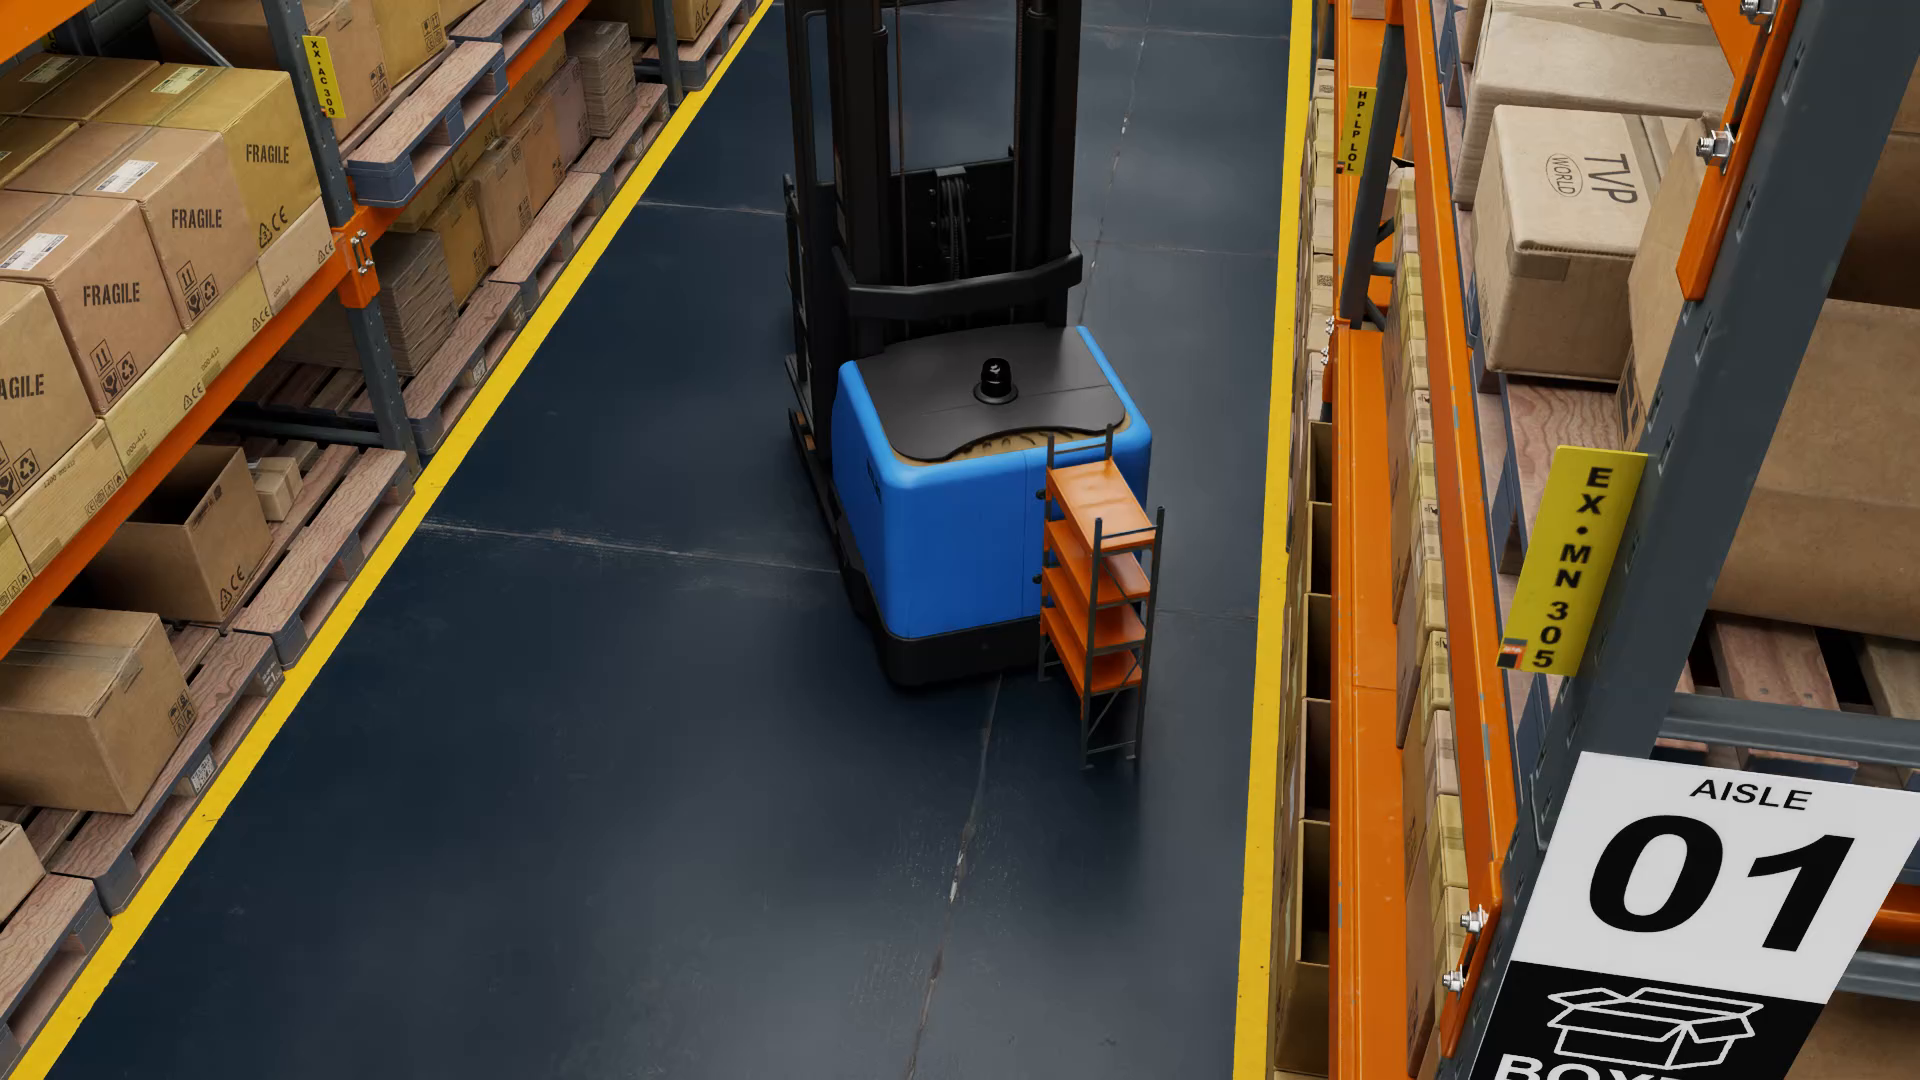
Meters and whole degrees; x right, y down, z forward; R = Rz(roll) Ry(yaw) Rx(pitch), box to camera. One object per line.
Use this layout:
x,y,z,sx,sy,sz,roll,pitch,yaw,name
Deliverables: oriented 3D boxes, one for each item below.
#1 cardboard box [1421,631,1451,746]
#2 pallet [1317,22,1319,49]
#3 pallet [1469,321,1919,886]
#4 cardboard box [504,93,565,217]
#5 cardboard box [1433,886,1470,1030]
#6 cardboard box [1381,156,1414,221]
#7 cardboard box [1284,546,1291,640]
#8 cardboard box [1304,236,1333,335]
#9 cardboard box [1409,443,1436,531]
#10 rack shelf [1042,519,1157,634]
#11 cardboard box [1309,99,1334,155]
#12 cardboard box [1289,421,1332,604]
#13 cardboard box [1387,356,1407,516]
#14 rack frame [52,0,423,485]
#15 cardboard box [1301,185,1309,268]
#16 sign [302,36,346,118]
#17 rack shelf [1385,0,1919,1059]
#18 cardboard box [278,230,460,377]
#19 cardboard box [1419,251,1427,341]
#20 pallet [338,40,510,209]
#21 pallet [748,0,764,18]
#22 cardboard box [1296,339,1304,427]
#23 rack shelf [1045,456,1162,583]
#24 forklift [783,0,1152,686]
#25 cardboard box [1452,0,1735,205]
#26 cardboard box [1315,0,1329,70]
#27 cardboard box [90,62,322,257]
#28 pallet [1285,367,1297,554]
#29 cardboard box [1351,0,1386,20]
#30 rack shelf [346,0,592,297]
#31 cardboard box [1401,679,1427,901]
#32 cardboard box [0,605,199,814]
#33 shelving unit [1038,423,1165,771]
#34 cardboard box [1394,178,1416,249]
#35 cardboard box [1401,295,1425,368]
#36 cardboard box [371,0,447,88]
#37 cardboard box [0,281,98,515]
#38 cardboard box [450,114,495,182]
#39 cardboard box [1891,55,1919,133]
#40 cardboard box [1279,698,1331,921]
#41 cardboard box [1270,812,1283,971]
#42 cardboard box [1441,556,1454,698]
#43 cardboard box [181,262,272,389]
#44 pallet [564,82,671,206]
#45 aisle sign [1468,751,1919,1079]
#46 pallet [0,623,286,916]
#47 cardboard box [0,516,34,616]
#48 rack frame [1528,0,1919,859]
1.276,0.369,3.862,0.380,0.149,0.250,8,40,9,cardboard box
2.983,-3.608,11.448,1.003,0.211,1.213,6,40,8,pallet
1.367,0.003,2.608,1.003,0.211,1.213,6,40,8,pallet
-2.611,-2.122,9.079,0.700,0.500,0.500,6,40,7,cardboard box
1.142,0.852,3.278,0.380,0.149,0.250,7,40,9,cardboard box
1.883,-1.465,6.773,0.396,0.266,0.258,5,40,7,cardboard box
1.532,0.211,6.469,0.500,0.250,0.500,6,40,8,cardboard box
1.872,-1.189,7.722,0.500,0.311,0.500,6,40,8,cardboard box
1.410,-0.113,4.445,0.380,0.149,0.250,6,40,7,cardboard box
0.493,0.104,5.937,0.258,0.148,0.480,-11,41,-12,rack shelf
2.141,-2.146,8.880,0.500,0.311,0.500,5,40,7,cardboard box
1.523,-0.079,6.231,0.500,0.500,0.500,6,40,8,cardboard box
1.756,-0.372,5.268,0.700,0.500,0.500,6,40,7,cardboard box
-2.968,-1.488,6.696,1.000,3.000,0.127,6,40,8,rack frame
2.054,-1.618,8.681,0.500,0.250,0.500,5,40,6,cardboard box
-2.432,-1.767,6.354,0.100,0.325,0.005,6,40,8,sign
1.565,-0.568,3.794,1.077,0.370,4.000,6,40,8,rack shelf
-2.857,-1.158,7.913,0.700,0.500,0.500,8,40,9,cardboard box
1.755,-0.887,4.872,0.700,0.500,0.500,6,40,8,cardboard box
-2.693,-1.878,7.318,1.003,0.211,1.213,6,40,8,pallet
-1.852,-4.174,12.133,1.003,0.211,1.213,6,40,8,pallet
1.787,-0.656,7.518,0.500,0.250,0.500,6,40,7,cardboard box
0.493,-0.078,5.786,0.258,0.148,0.480,-11,41,-12,rack shelf
-0.168,-1.511,6.778,1.130,2.935,3.031,-10,41,-12,forklift
1.255,-0.872,3.228,0.500,0.311,0.500,11,41,13,cardboard box
2.534,-3.274,10.472,0.500,0.500,0.500,8,40,9,cardboard box
-2.745,-1.396,6.098,0.500,0.500,0.500,6,40,8,cardboard box
2.000,-0.336,7.491,1.003,0.211,1.213,6,40,8,pallet
2.258,-2.881,8.450,0.500,0.311,0.500,6,40,7,cardboard box
-2.622,-2.466,8.443,1.077,0.370,4.000,6,40,8,rack shelf
1.490,0.595,4.098,0.700,0.500,0.500,7,40,8,cardboard box
-3.177,0.579,5.812,0.700,0.500,0.500,4,40,5,cardboard box
0.493,0.224,6.037,0.258,1.200,0.503,-11,41,-12,shelving unit
1.674,-1.086,5.622,0.380,0.149,0.250,6,40,8,cardboard box
1.544,-0.601,5.036,0.380,0.149,0.250,6,40,7,cardboard box
-2.743,-2.362,7.329,0.700,0.500,0.500,10,41,12,cardboard box
-3.013,-0.441,4.943,0.500,0.500,0.500,8,40,9,cardboard box
-2.698,-2.051,8.405,0.500,0.250,0.500,5,40,6,cardboard box
1.776,-0.857,3.060,0.500,0.500,0.500,6,40,8,cardboard box
1.265,0.863,5.093,0.500,0.500,0.500,6,40,8,cardboard box
1.269,1.152,5.331,0.500,0.250,0.500,6,40,8,cardboard box
1.494,0.055,3.732,0.700,0.500,0.500,7,40,8,cardboard box
-2.846,-0.796,5.960,0.500,0.250,0.500,7,40,8,cardboard box
-2.413,-2.434,10.028,1.003,0.211,1.213,6,40,8,pallet
0.919,0.573,2.163,0.394,0.787,0.004,6,40,8,aisle sign
-3.258,0.780,6.141,1.003,0.211,1.213,6,40,8,pallet
-3.093,0.154,4.811,0.500,0.250,0.500,6,40,7,cardboard box
1.219,-0.746,1.090,1.000,3.000,0.127,6,40,8,rack frame
